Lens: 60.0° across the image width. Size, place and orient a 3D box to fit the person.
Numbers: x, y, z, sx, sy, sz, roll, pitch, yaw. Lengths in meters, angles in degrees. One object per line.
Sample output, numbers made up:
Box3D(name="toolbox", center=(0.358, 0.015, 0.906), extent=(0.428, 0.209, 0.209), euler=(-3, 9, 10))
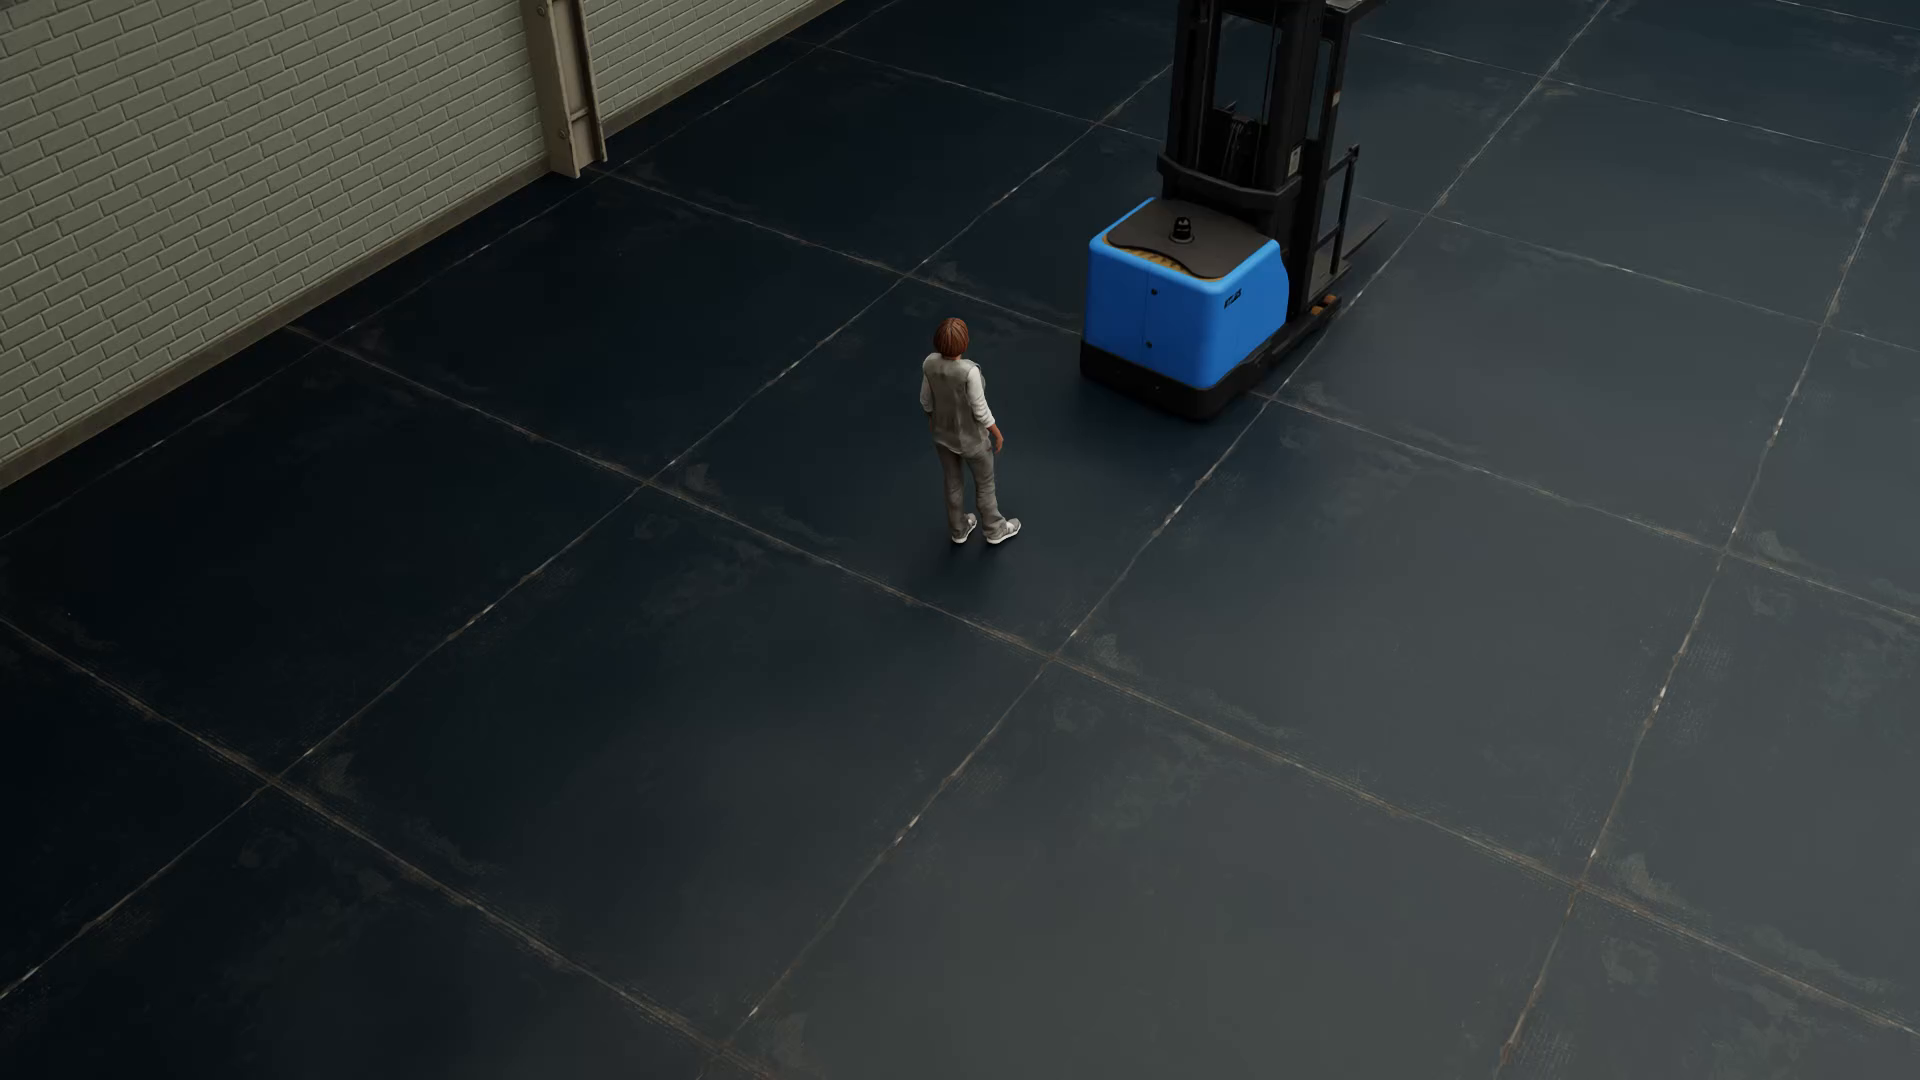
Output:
Box3D(name="person", center=(0.052, -0.651, 9.755), extent=(0.520, 1.599, 0.473), euler=(22, 45, 24))

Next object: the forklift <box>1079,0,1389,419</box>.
Box3D(name="forklift", center=(2.129, -2.821, 11.296), extent=(1.130, 2.935, 3.031), euler=(27, 47, 28))
